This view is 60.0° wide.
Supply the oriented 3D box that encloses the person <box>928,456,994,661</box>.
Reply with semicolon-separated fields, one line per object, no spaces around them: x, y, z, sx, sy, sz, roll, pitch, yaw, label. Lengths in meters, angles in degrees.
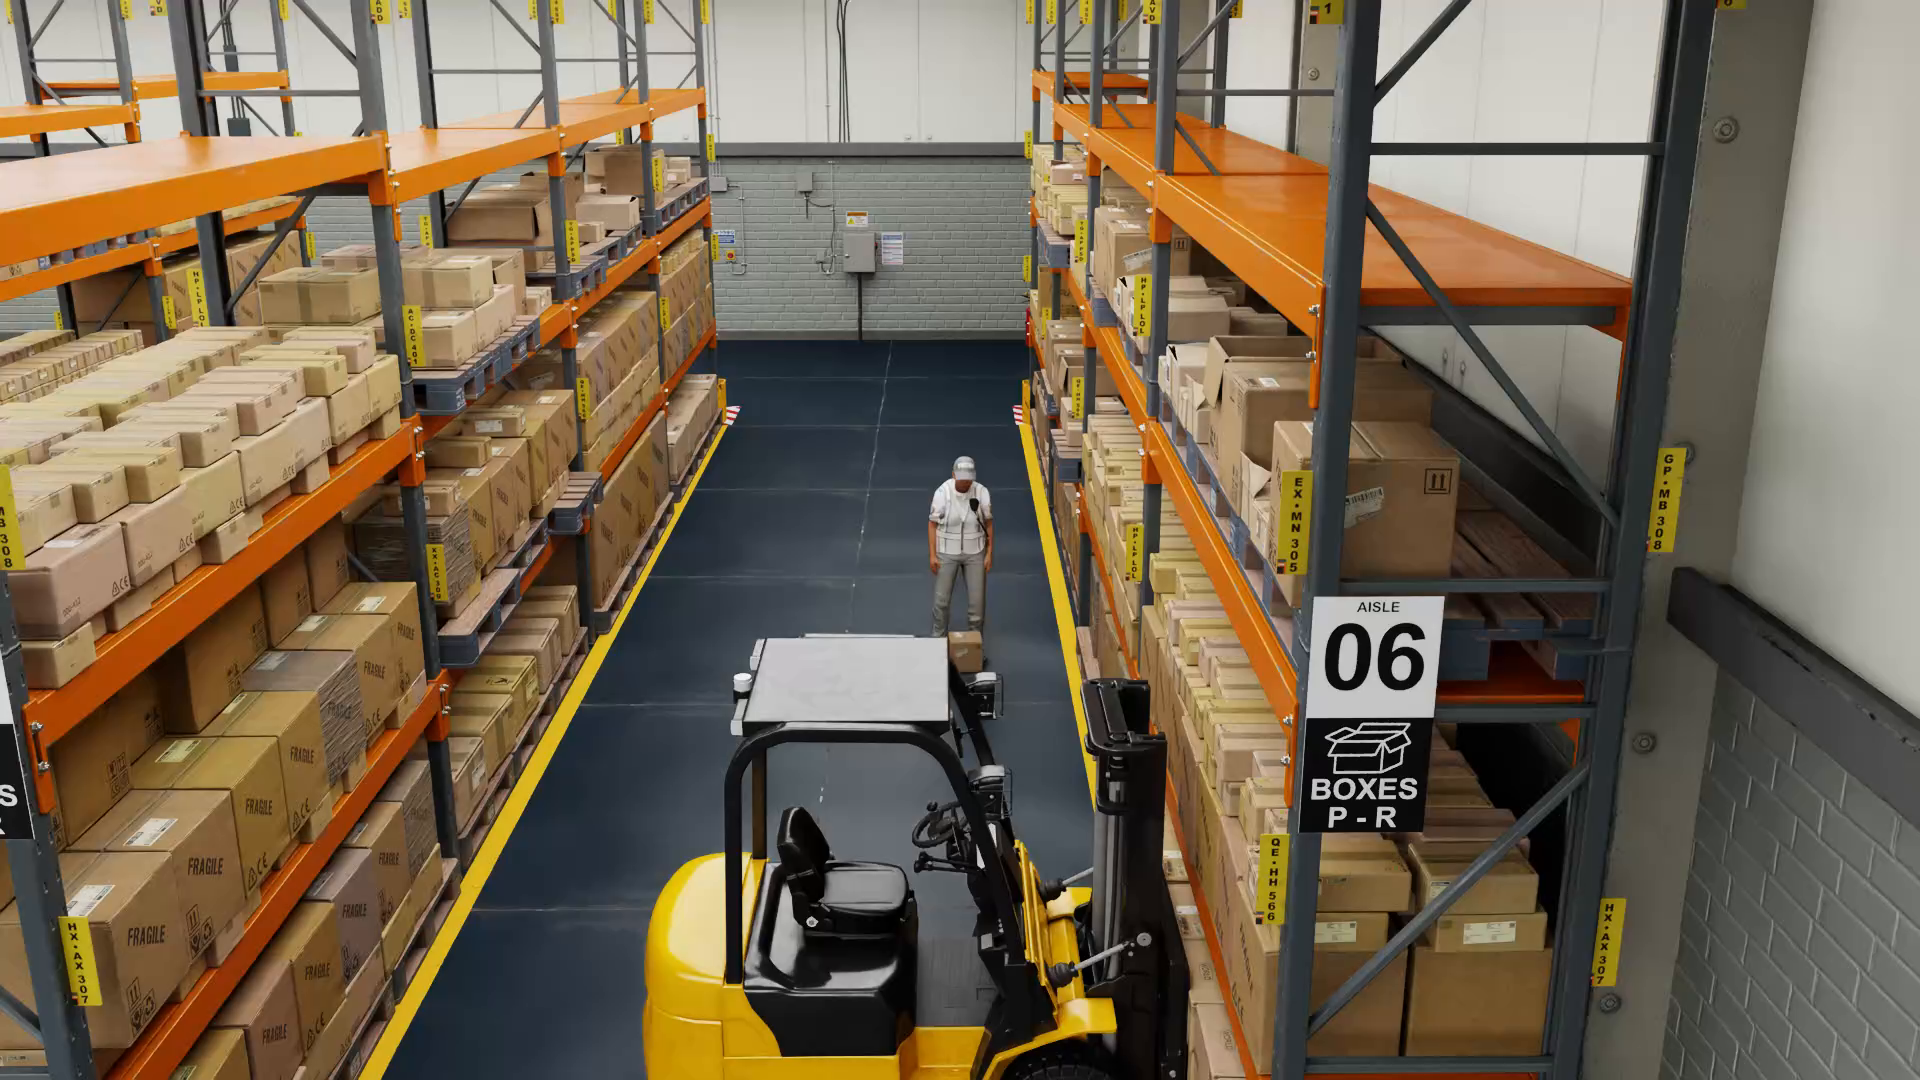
0.000;0.136;13.098;0.541;1.665;0.465;-1;17;-5;person
